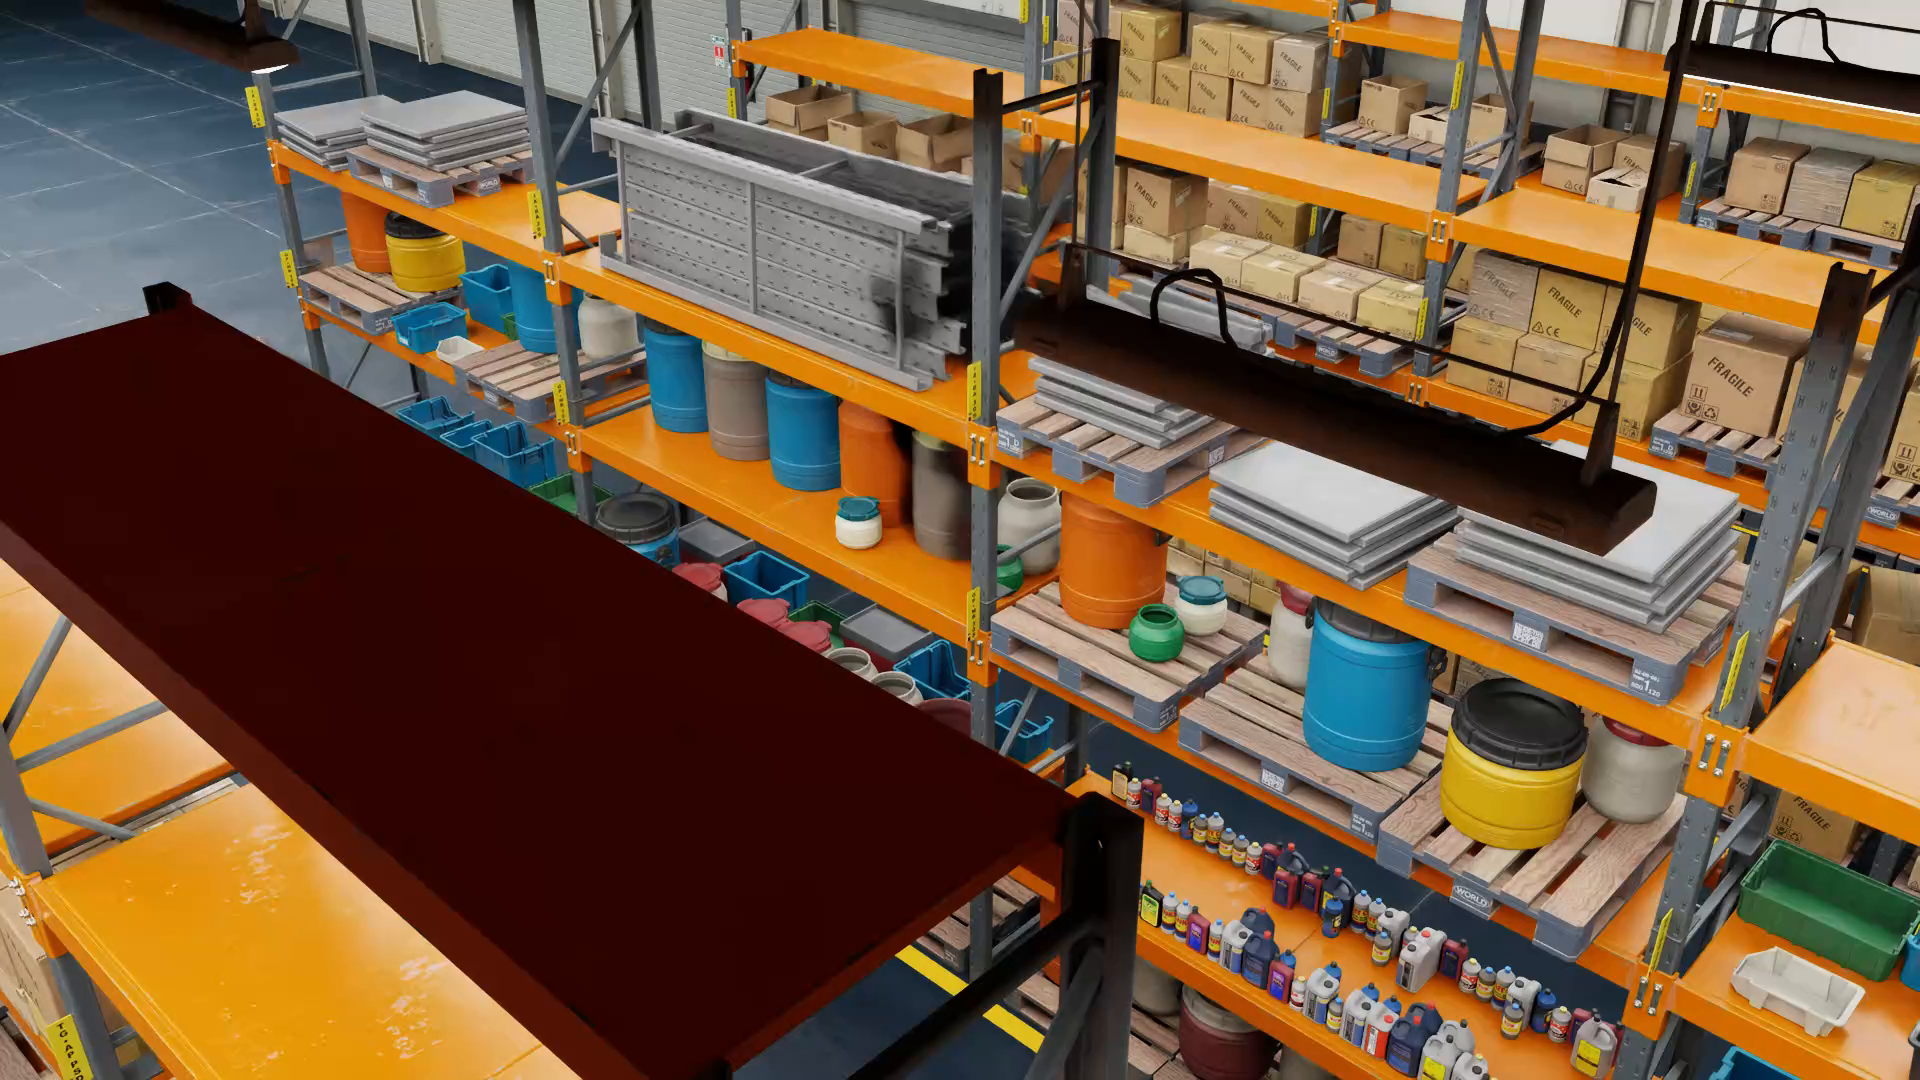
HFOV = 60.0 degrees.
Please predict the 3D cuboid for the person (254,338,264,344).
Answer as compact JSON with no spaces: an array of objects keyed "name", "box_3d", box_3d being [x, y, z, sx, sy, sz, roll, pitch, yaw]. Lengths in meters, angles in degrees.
[{"name":"person","box_3d":[-6.880,-1.203,16.568,0.974,1.723,0.669,-7,30,-13]}]
